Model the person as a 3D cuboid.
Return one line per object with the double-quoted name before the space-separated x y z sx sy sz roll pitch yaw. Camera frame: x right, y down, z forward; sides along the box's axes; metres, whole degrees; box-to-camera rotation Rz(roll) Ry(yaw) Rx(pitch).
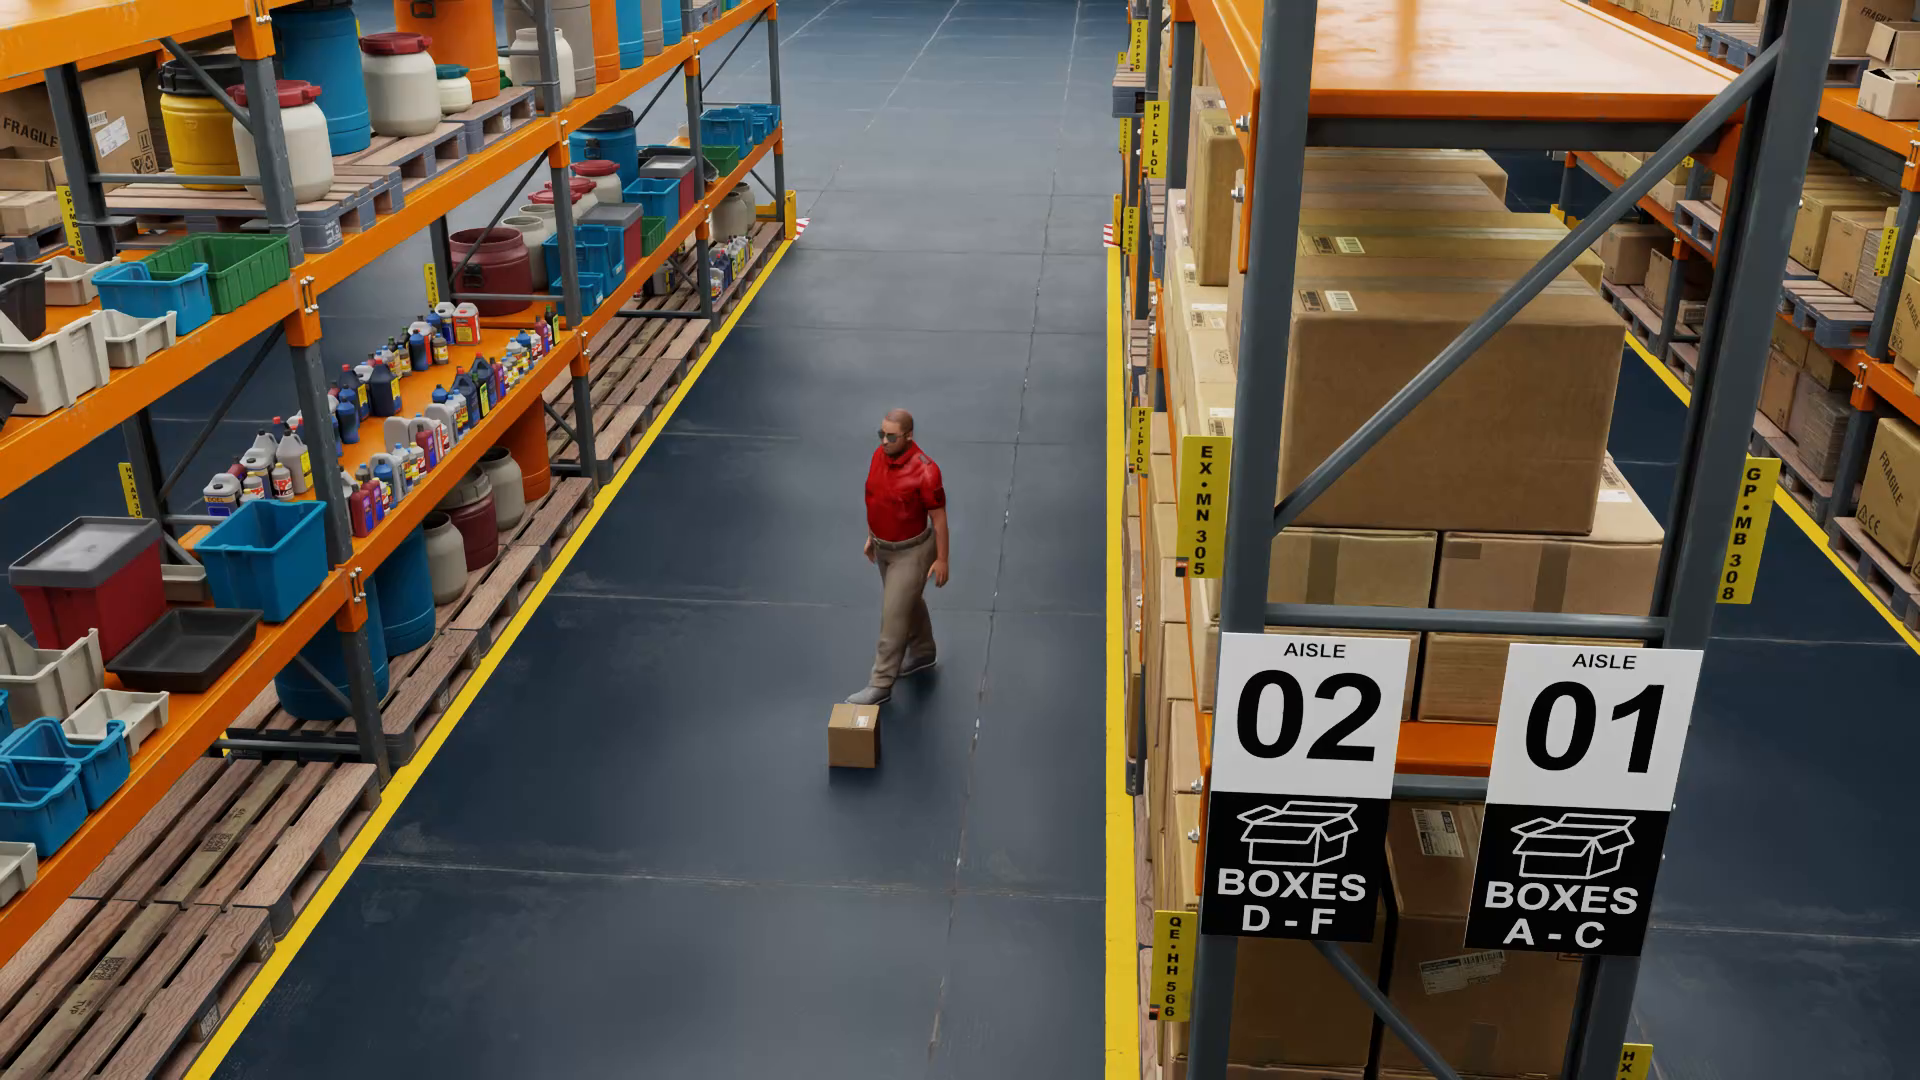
"person" -0.430 0.085 9.429 0.780 1.715 0.584 -17 30 -33
